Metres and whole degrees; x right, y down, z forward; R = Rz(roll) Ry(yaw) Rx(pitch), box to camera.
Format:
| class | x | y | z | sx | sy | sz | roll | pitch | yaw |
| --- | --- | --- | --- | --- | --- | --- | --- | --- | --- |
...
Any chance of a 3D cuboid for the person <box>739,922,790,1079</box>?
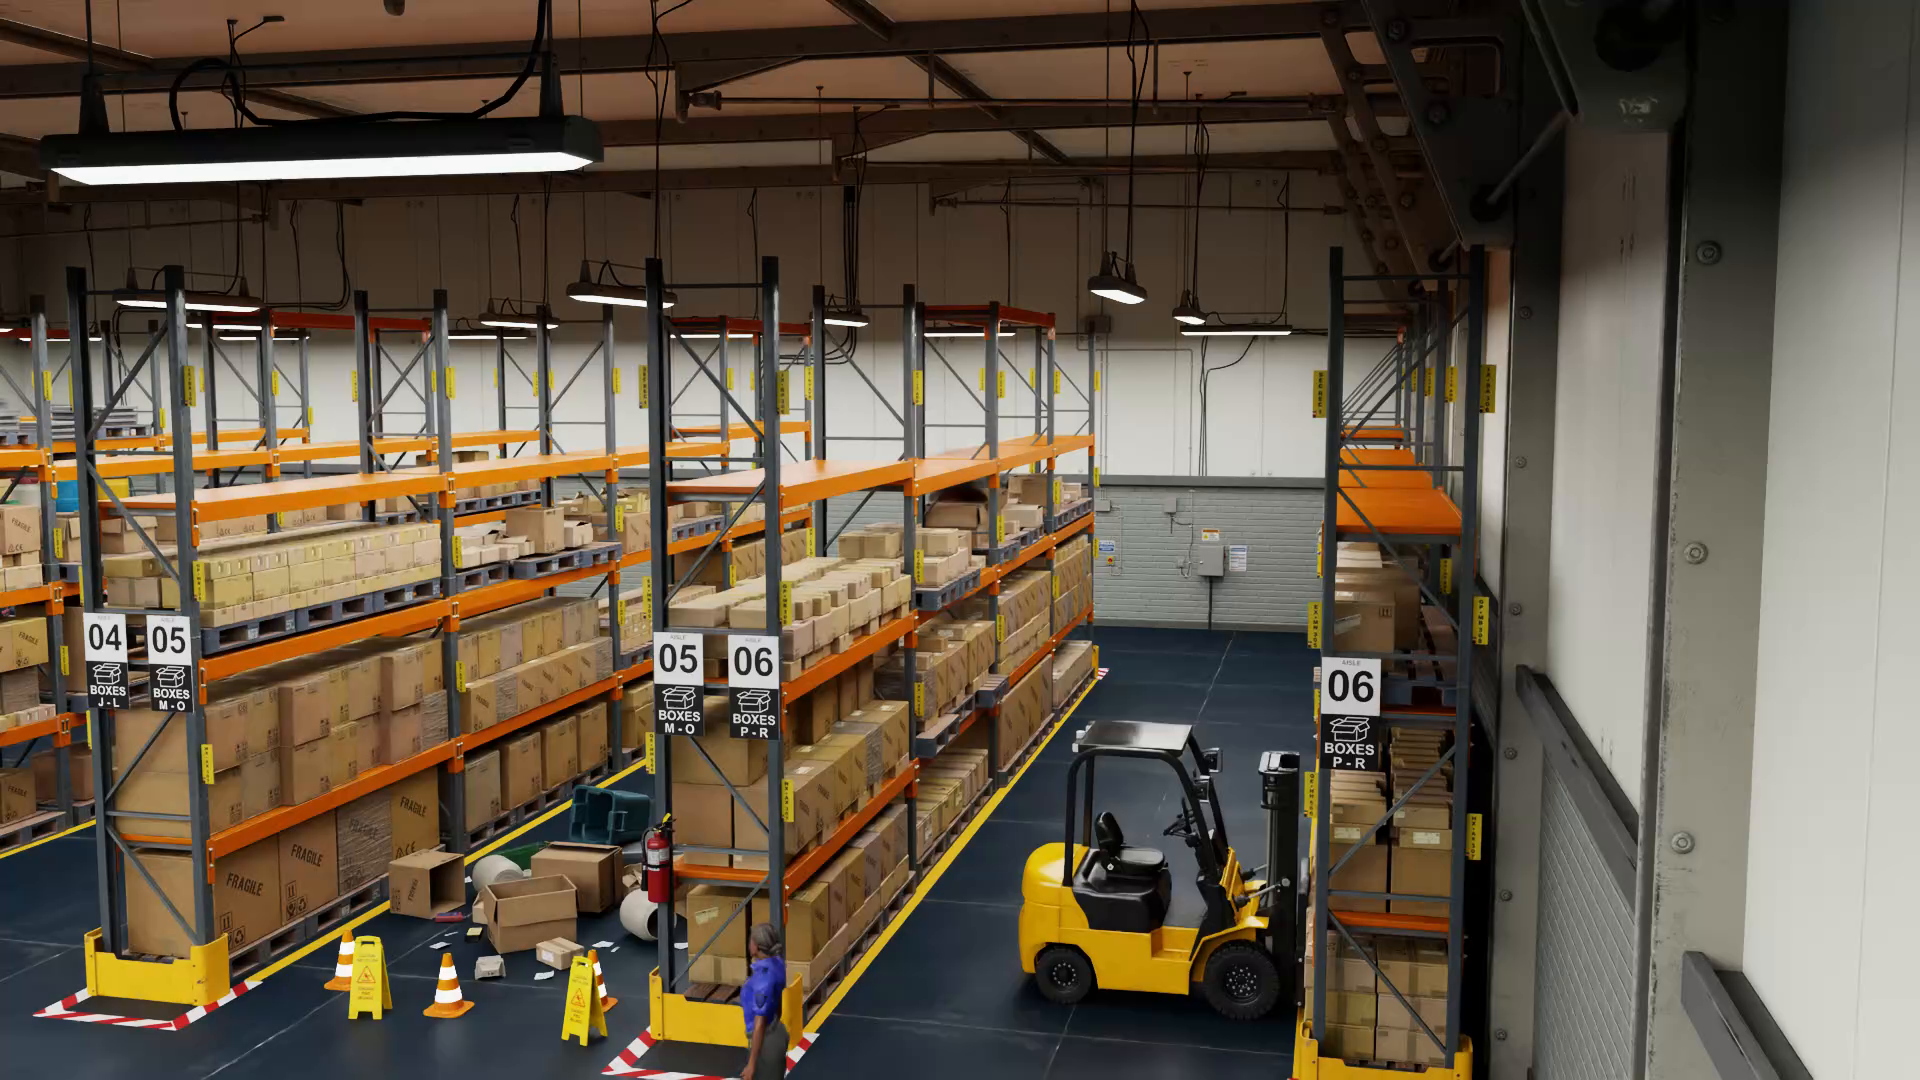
| class | x | y | z | sx | sy | sz | roll | pitch | yaw |
| --- | --- | --- | --- | --- | --- | --- | --- | --- | --- |
| person | -1.239 | 3.269 | 10.648 | 0.335 | 1.667 | 0.538 | 0 | 6 | 2 |
